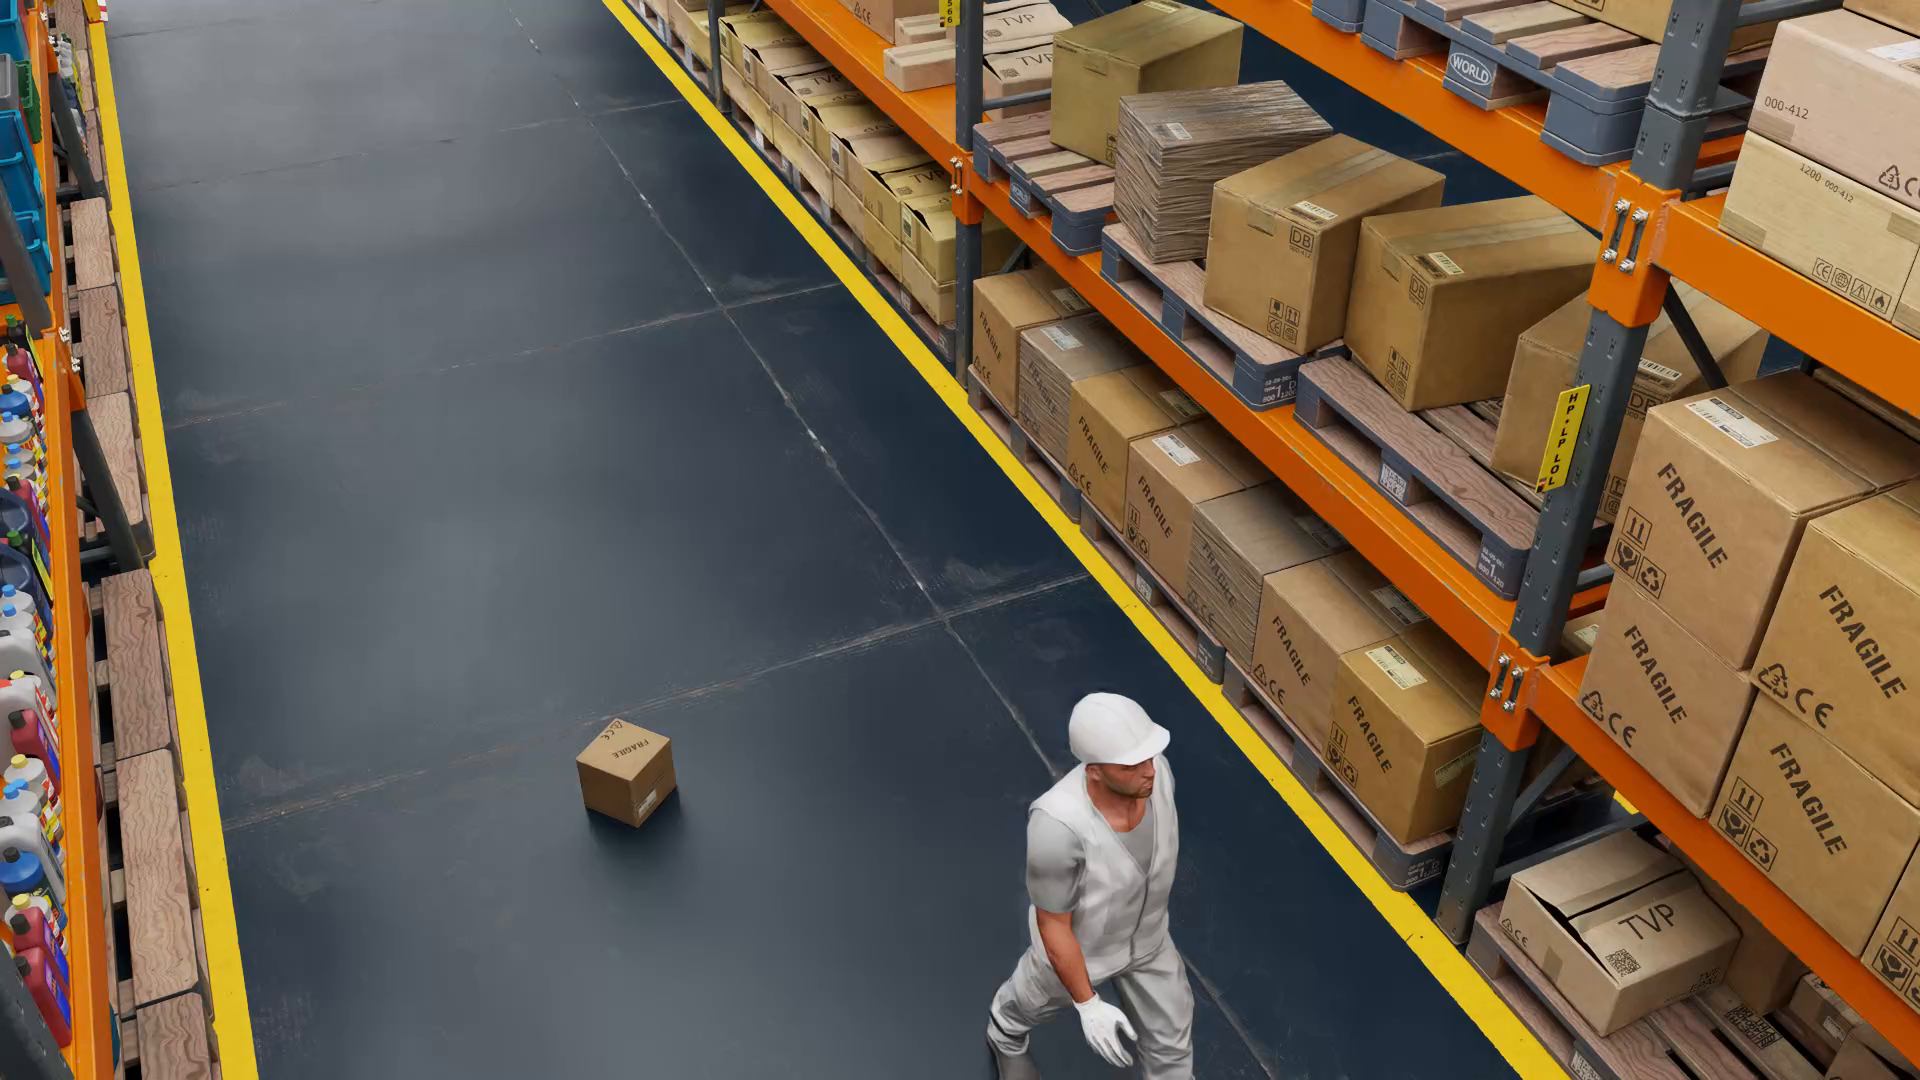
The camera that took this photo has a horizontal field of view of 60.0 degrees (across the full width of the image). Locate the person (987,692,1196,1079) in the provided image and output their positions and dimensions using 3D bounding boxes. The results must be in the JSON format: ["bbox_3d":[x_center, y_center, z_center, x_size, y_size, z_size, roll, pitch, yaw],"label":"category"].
[{"bbox_3d":[0.442,1.141,4.575,0.522,1.733,1.010,-22,42,-26],"label":"person"}]
